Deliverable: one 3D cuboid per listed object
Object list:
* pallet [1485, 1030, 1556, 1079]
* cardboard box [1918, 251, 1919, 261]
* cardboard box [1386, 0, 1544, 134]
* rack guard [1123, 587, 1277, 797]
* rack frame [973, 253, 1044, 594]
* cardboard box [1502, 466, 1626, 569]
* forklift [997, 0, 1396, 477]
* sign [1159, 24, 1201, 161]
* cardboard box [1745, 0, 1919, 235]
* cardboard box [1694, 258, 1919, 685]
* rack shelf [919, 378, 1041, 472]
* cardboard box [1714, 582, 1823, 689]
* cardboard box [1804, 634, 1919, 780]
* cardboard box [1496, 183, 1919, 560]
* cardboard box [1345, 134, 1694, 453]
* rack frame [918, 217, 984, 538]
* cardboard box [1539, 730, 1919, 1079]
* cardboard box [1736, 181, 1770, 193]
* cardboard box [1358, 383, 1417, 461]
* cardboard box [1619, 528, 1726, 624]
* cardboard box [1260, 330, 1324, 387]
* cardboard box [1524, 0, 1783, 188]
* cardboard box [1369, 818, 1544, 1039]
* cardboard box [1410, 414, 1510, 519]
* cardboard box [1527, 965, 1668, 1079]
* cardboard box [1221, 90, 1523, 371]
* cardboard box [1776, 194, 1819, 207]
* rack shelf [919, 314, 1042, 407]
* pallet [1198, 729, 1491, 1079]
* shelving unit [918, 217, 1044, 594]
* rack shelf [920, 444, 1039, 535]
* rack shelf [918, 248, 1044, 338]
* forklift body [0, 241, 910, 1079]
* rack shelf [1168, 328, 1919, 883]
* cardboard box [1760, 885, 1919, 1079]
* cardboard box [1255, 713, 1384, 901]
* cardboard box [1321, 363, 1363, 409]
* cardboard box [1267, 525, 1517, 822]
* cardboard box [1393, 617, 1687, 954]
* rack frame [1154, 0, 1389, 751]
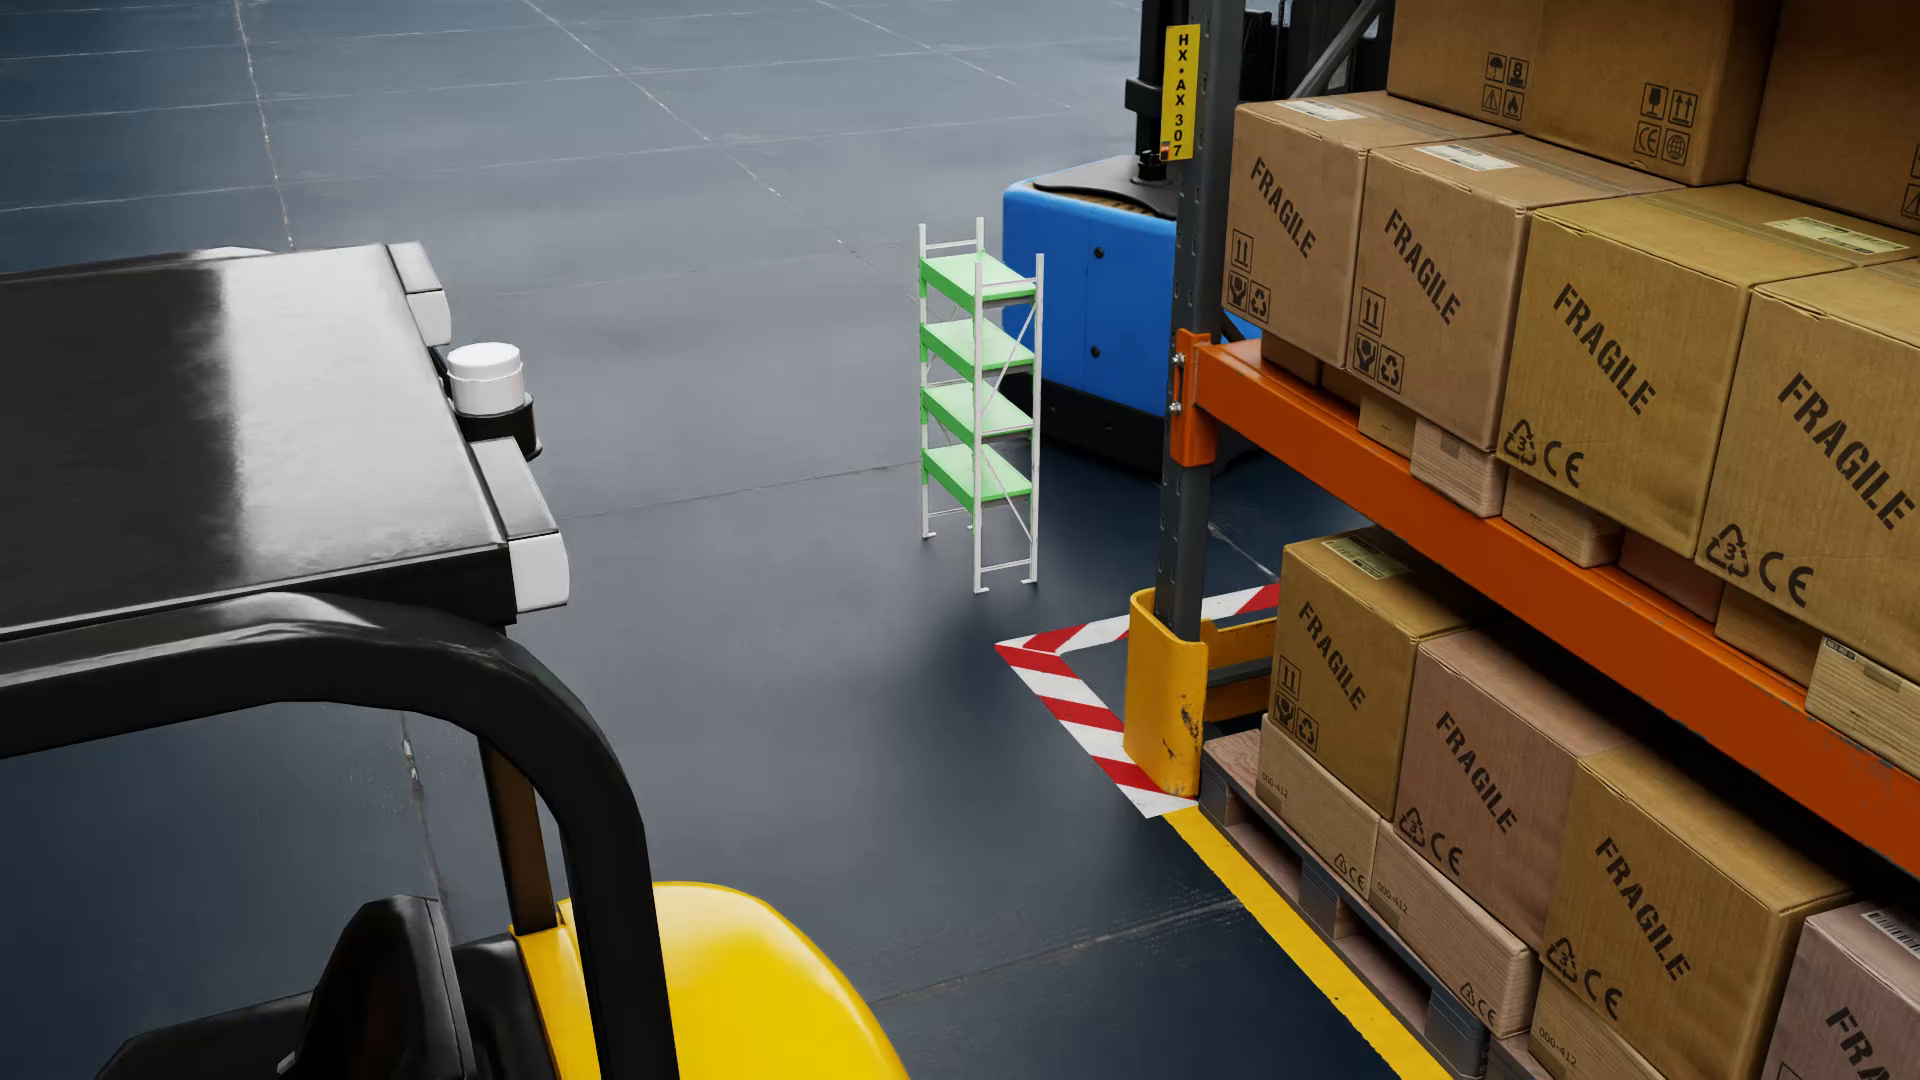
[{"bbox_3d":[1.833,1.305,3.337,1.003,0.211,1.213,-11,28,-21],"label":"pallet"},{"bbox_3d":[1.998,-0.645,2.559,0.700,0.500,0.500,-11,28,-21],"label":"cardboard box"},{"bbox_3d":[1.444,-1.264,3.827,0.700,0.500,0.500,-11,28,-22],"label":"cardboard box"},{"bbox_3d":[1.073,0.349,4.965,1.175,0.500,0.348,-11,28,-21],"label":"rack guard"},{"bbox_3d":[0.160,-0.374,5.648,0.240,1.200,0.015,-11,28,-21],"label":"rack frame"},{"bbox_3d":[1.317,-0.089,3.301,0.380,0.149,0.250,-10,28,-19],"label":"cardboard box"},{"bbox_3d":[1.543,-2.117,7.245,1.130,2.935,3.031,23,34,39],"label":"forklift"},{"bbox_3d":[0.544,-1.100,4.098,0.100,0.325,0.005,-11,28,-21],"label":"sign"},{"bbox_3d":[1.930,-0.870,3.020,0.700,0.500,0.500,-11,28,-21],"label":"cardboard box"},{"bbox_3d":[1.587,-0.126,2.637,0.500,0.500,0.500,-11,28,-22],"label":"cardboard box"},{"bbox_3d":[0.065,-0.415,5.878,0.258,0.148,0.480,-11,28,-21],"label":"rack shelf"},{"bbox_3d":[1.551,0.119,2.875,0.380,0.149,0.250,-11,28,-22],"label":"cardboard box"},{"bbox_3d":[1.596,0.230,2.646,0.380,0.149,0.250,-10,28,-20],"label":"cardboard box"},{"bbox_3d":[1.380,-0.330,3.054,0.500,0.500,0.500,-11,28,-22],"label":"cardboard box"},{"bbox_3d":[1.180,-0.536,3.475,0.500,0.500,0.500,-10,28,-19],"label":"cardboard box"},{"bbox_3d":[-0.031,-0.571,6.052,0.240,1.200,0.015,-11,28,-21],"label":"rack frame"},{"bbox_3d":[1.513,0.702,3.193,0.500,0.500,0.500,-10,28,-20],"label":"cardboard box"},{"bbox_3d":[1.701,-0.608,3.624,0.500,0.500,0.500,-11,28,-20],"label":"cardboard box"},{"bbox_3d":[1.127,-0.298,3.729,0.380,0.149,0.250,-12,28,-22],"label":"cardboard box"},{"bbox_3d":[1.475,0.007,3.103,0.380,0.149,0.250,-10,28,-19],"label":"cardboard box"},{"bbox_3d":[0.986,-0.519,4.180,0.380,0.149,0.250,-10,28,-20],"label":"cardboard box"},{"bbox_3d":[1.636,-1.058,3.406,0.700,0.500,0.500,-10,28,-20],"label":"cardboard box"},{"bbox_3d":[1.298,0.823,3.801,0.500,0.250,0.500,-10,28,-19],"label":"cardboard box"},{"bbox_3d":[1.184,-0.188,3.503,0.380,0.149,0.250,-10,28,-20],"label":"cardboard box"},{"bbox_3d":[1.523,1.041,3.354,0.500,0.250,0.500,-9,27,-17],"label":"cardboard box"},{"bbox_3d":[0.974,-0.744,3.902,0.500,0.500,0.500,-11,28,-21],"label":"cardboard box"},{"bbox_3d":[1.894,-0.406,3.209,0.500,0.500,0.500,-11,28,-21],"label":"cardboard box"},{"bbox_3d":[0.065,-0.631,5.773,0.258,0.148,0.480,-11,28,-21],"label":"rack shelf"},{"bbox_3d":[1.359,0.813,4.344,1.003,0.211,1.213,-11,28,-21],"label":"pallet"},{"bbox_3d":[0.065,-0.472,5.850,0.258,1.200,0.503,-11,28,-21],"label":"shelving unit"},{"bbox_3d":[0.065,-0.199,5.983,0.258,0.148,0.480,-11,28,-21],"label":"rack shelf"},{"bbox_3d":[0.065,-0.846,5.667,0.258,0.148,0.480,-11,28,-21],"label":"rack shelf"},{"bbox_3d":[-1.101,0.883,1.989,2.313,2.155,1.214,-11,28,-21],"label":"forklift body"},{"bbox_3d":[1.827,0.326,2.983,1.077,0.370,4.000,-11,28,-21],"label":"rack shelf"},{"bbox_3d":[1.730,0.917,2.754,0.500,0.500,0.500,-9,27,-18],"label":"cardboard box"},{"bbox_3d":[1.105,0.616,4.226,0.500,0.250,0.500,-11,28,-21],"label":"cardboard box"},{"bbox_3d":[1.098,-0.419,3.977,0.380,0.149,0.250,-10,28,-20],"label":"cardboard box"},{"bbox_3d":[1.115,0.288,4.042,0.500,0.500,0.500,-12,28,-22],"label":"cardboard box"},{"bbox_3d":[1.324,0.498,3.611,0.500,0.500,0.500,-12,28,-23],"label":"cardboard box"},{"bbox_3d":[1.044,-0.805,4.479,1.000,3.000,0.127,-11,28,-21],"label":"rack frame"}]
